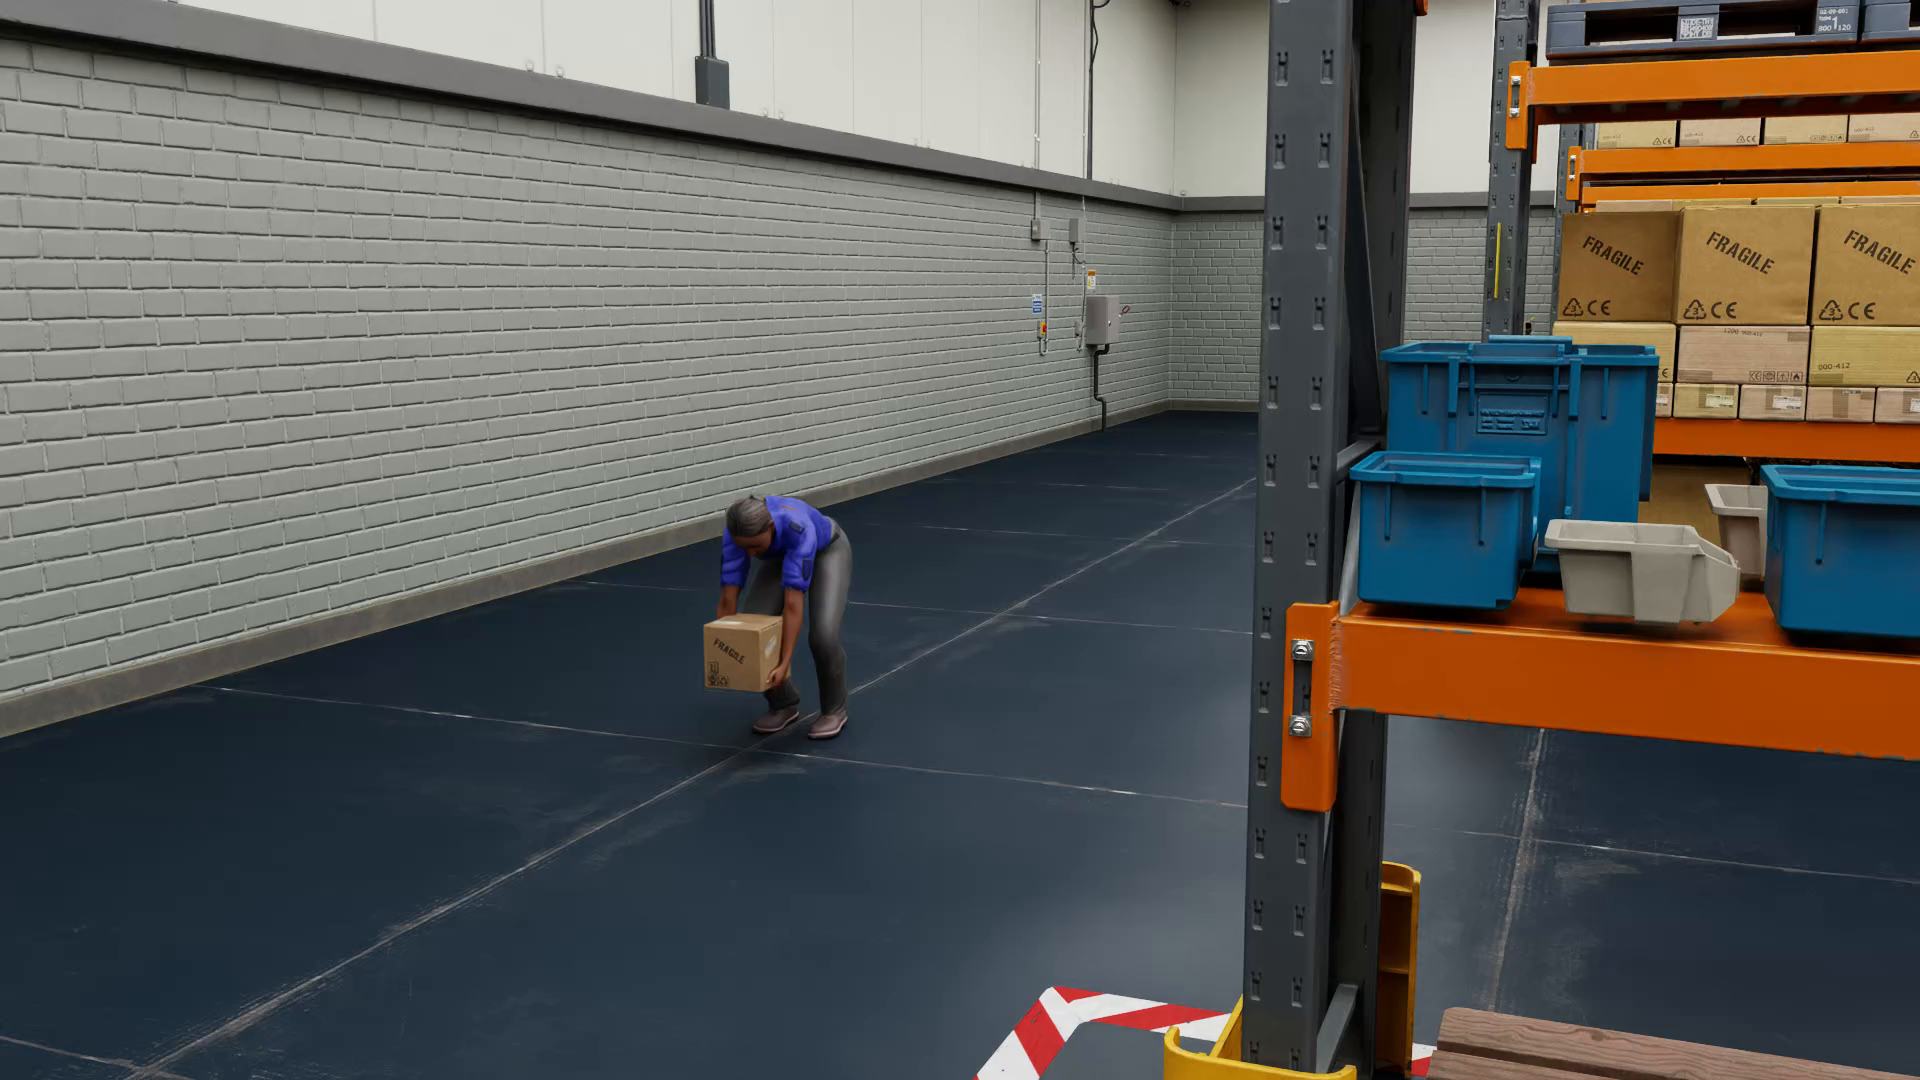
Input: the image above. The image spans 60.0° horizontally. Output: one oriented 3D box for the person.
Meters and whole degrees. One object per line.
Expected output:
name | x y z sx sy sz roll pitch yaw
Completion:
person | -0.729 0.309 6.835 0.455 1.064 0.857 3 9 18
